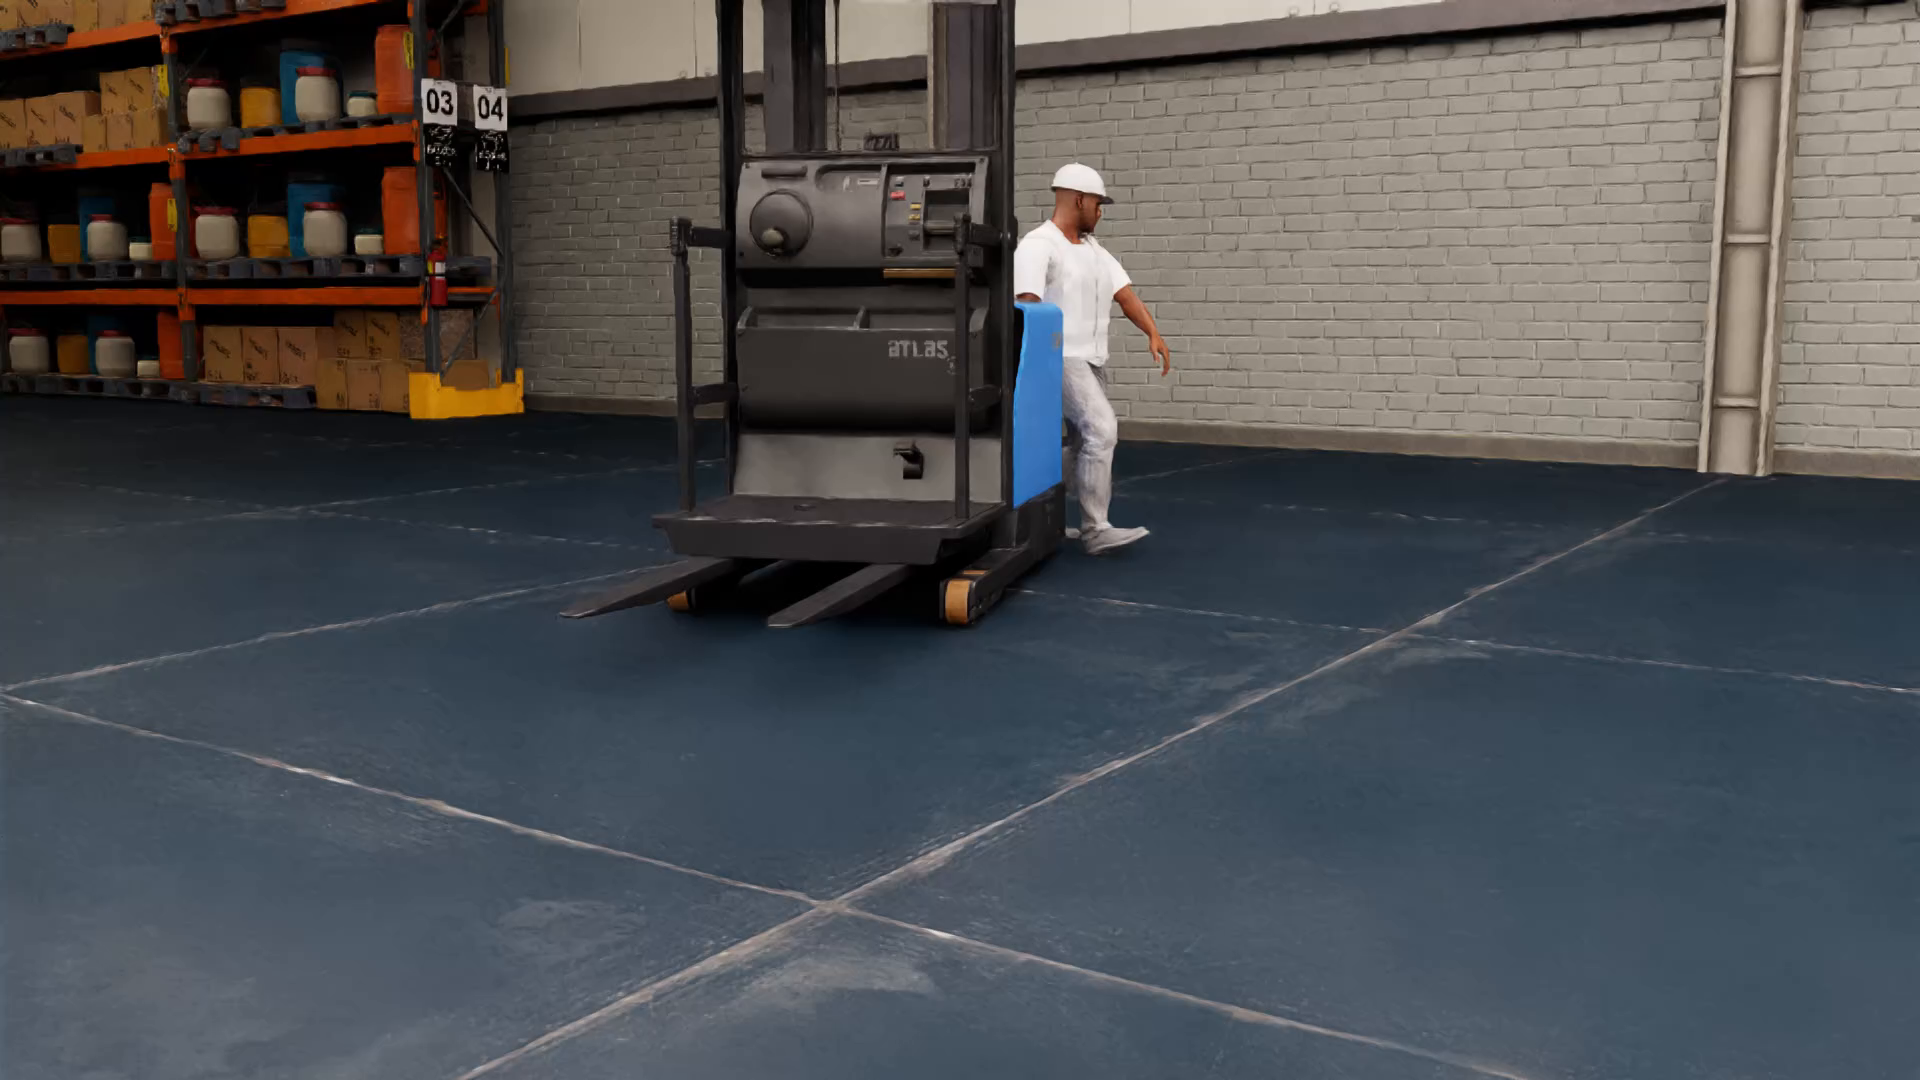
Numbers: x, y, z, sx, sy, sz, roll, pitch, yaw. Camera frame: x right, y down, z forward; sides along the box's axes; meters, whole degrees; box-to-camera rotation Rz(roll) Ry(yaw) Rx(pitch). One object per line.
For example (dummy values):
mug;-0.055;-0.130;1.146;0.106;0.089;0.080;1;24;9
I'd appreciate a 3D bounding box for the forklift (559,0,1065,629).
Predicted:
forklift;-0.406;-1.220;5.771;1.130;2.935;3.031;2;8;14

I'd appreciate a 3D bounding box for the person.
person;0.523;-0.785;7.267;0.833;1.704;0.728;5;10;32
